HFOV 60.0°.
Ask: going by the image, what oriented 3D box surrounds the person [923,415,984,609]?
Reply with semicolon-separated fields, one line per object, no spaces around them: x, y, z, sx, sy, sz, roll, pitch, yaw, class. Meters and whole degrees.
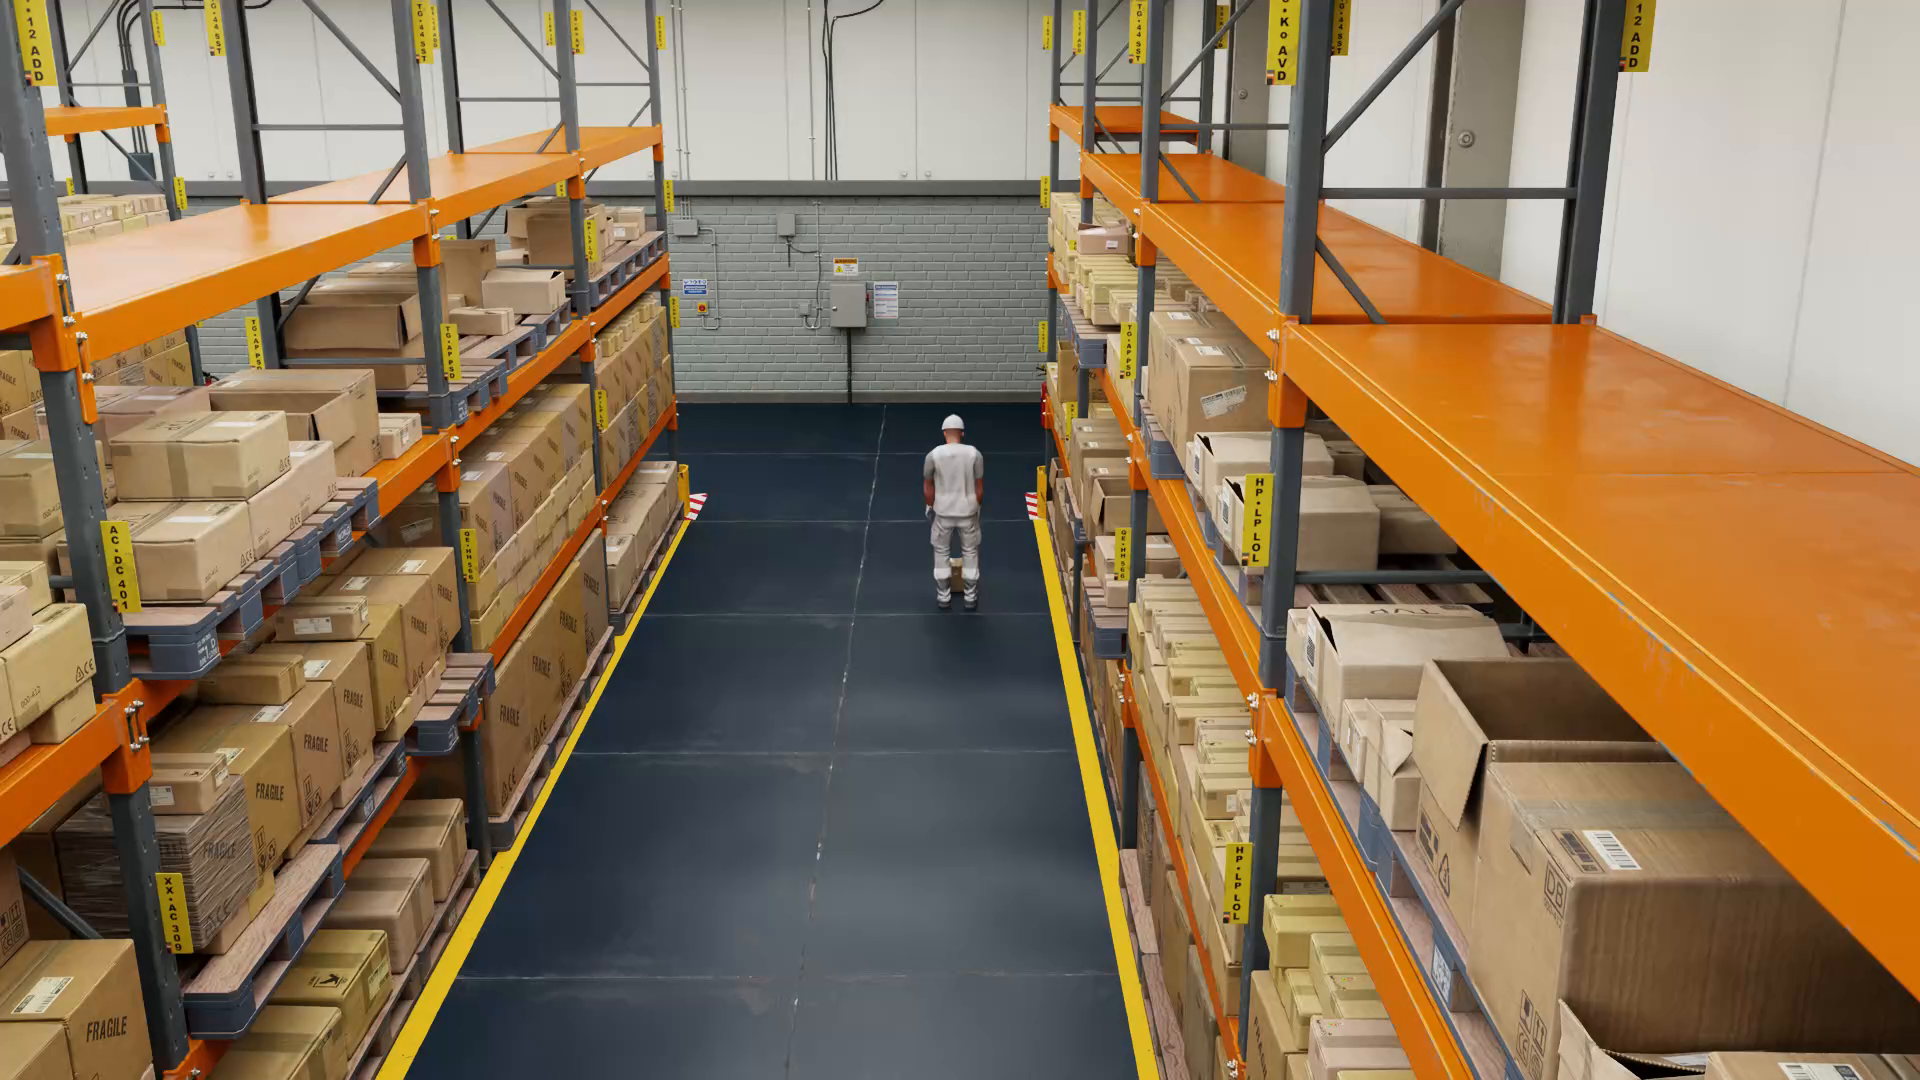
-0.058;-0.254;14.994;0.538;1.751;0.428;0;17;0;person
